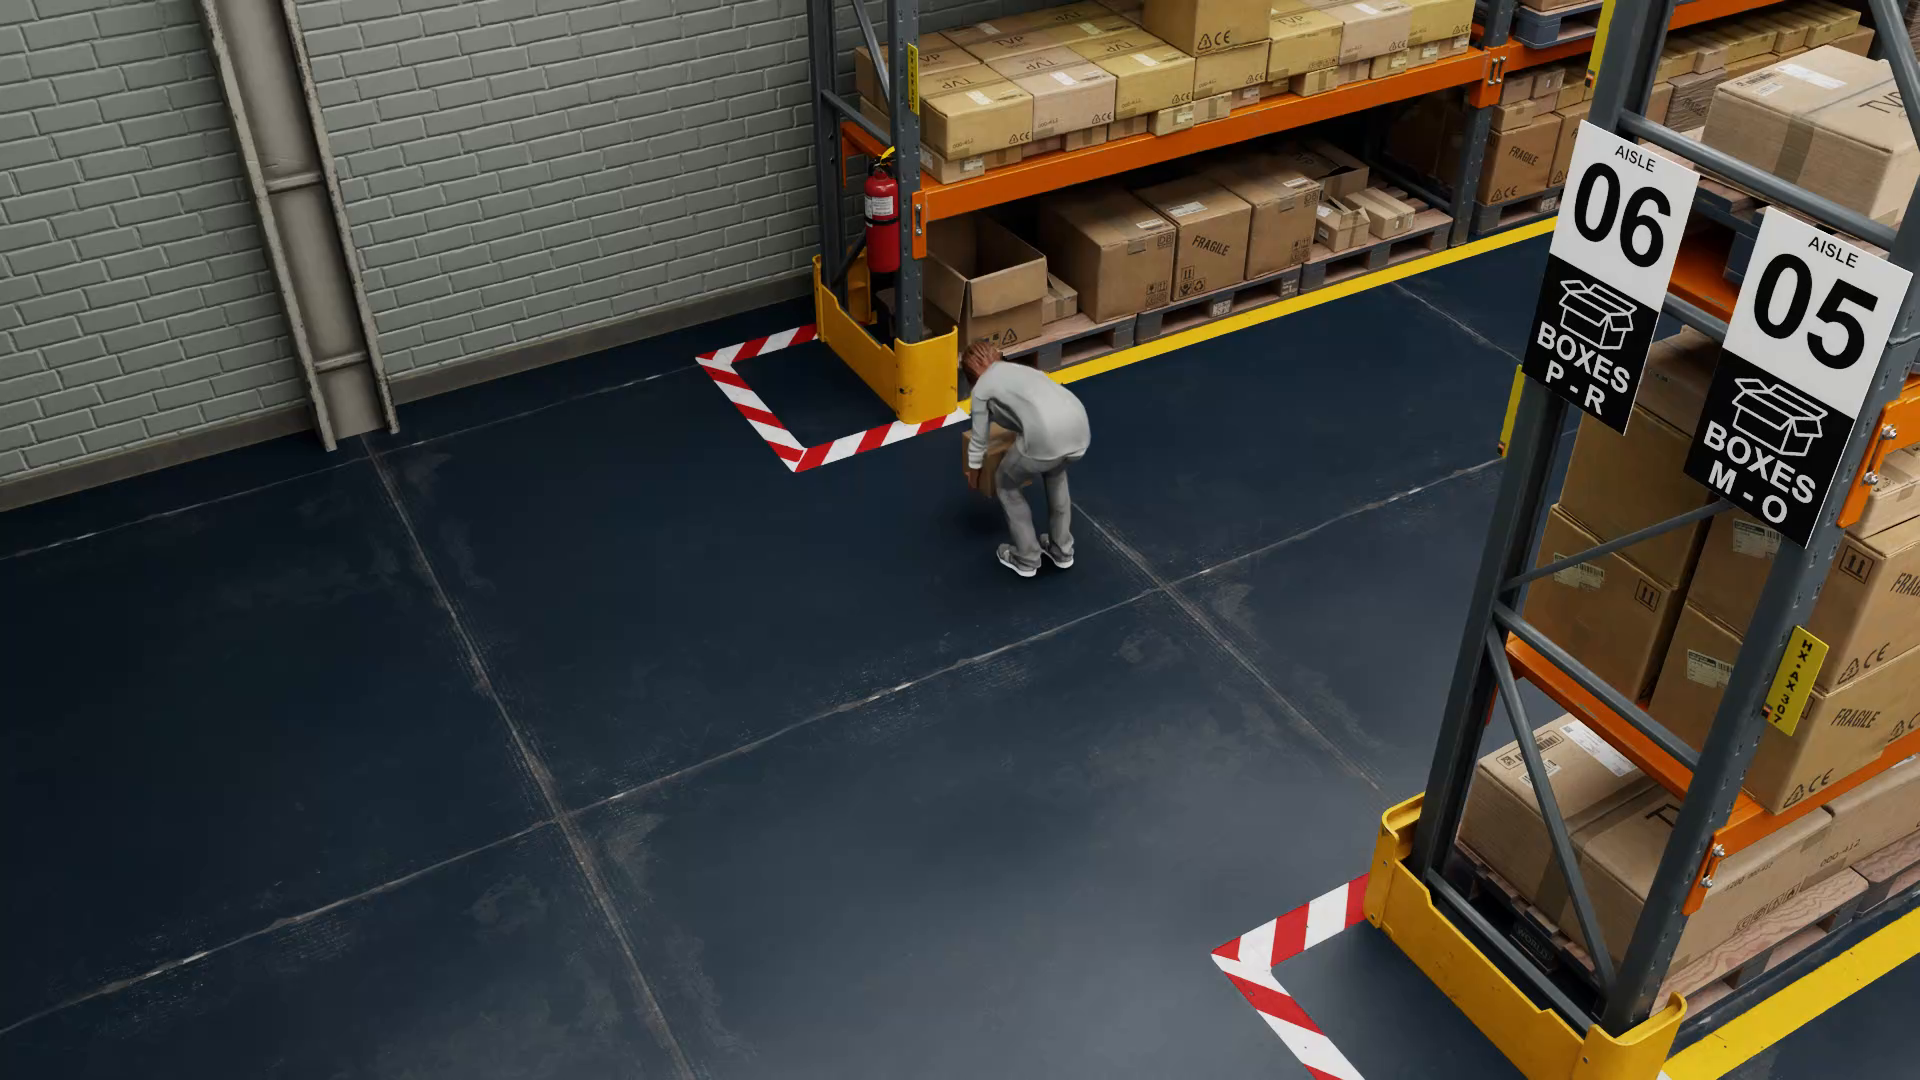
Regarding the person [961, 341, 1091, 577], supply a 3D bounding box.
[{"bbox_3d":[0.273,-0.381,7.940,0.391,0.983,0.858,-21,42,-25],"label":"person"}]
